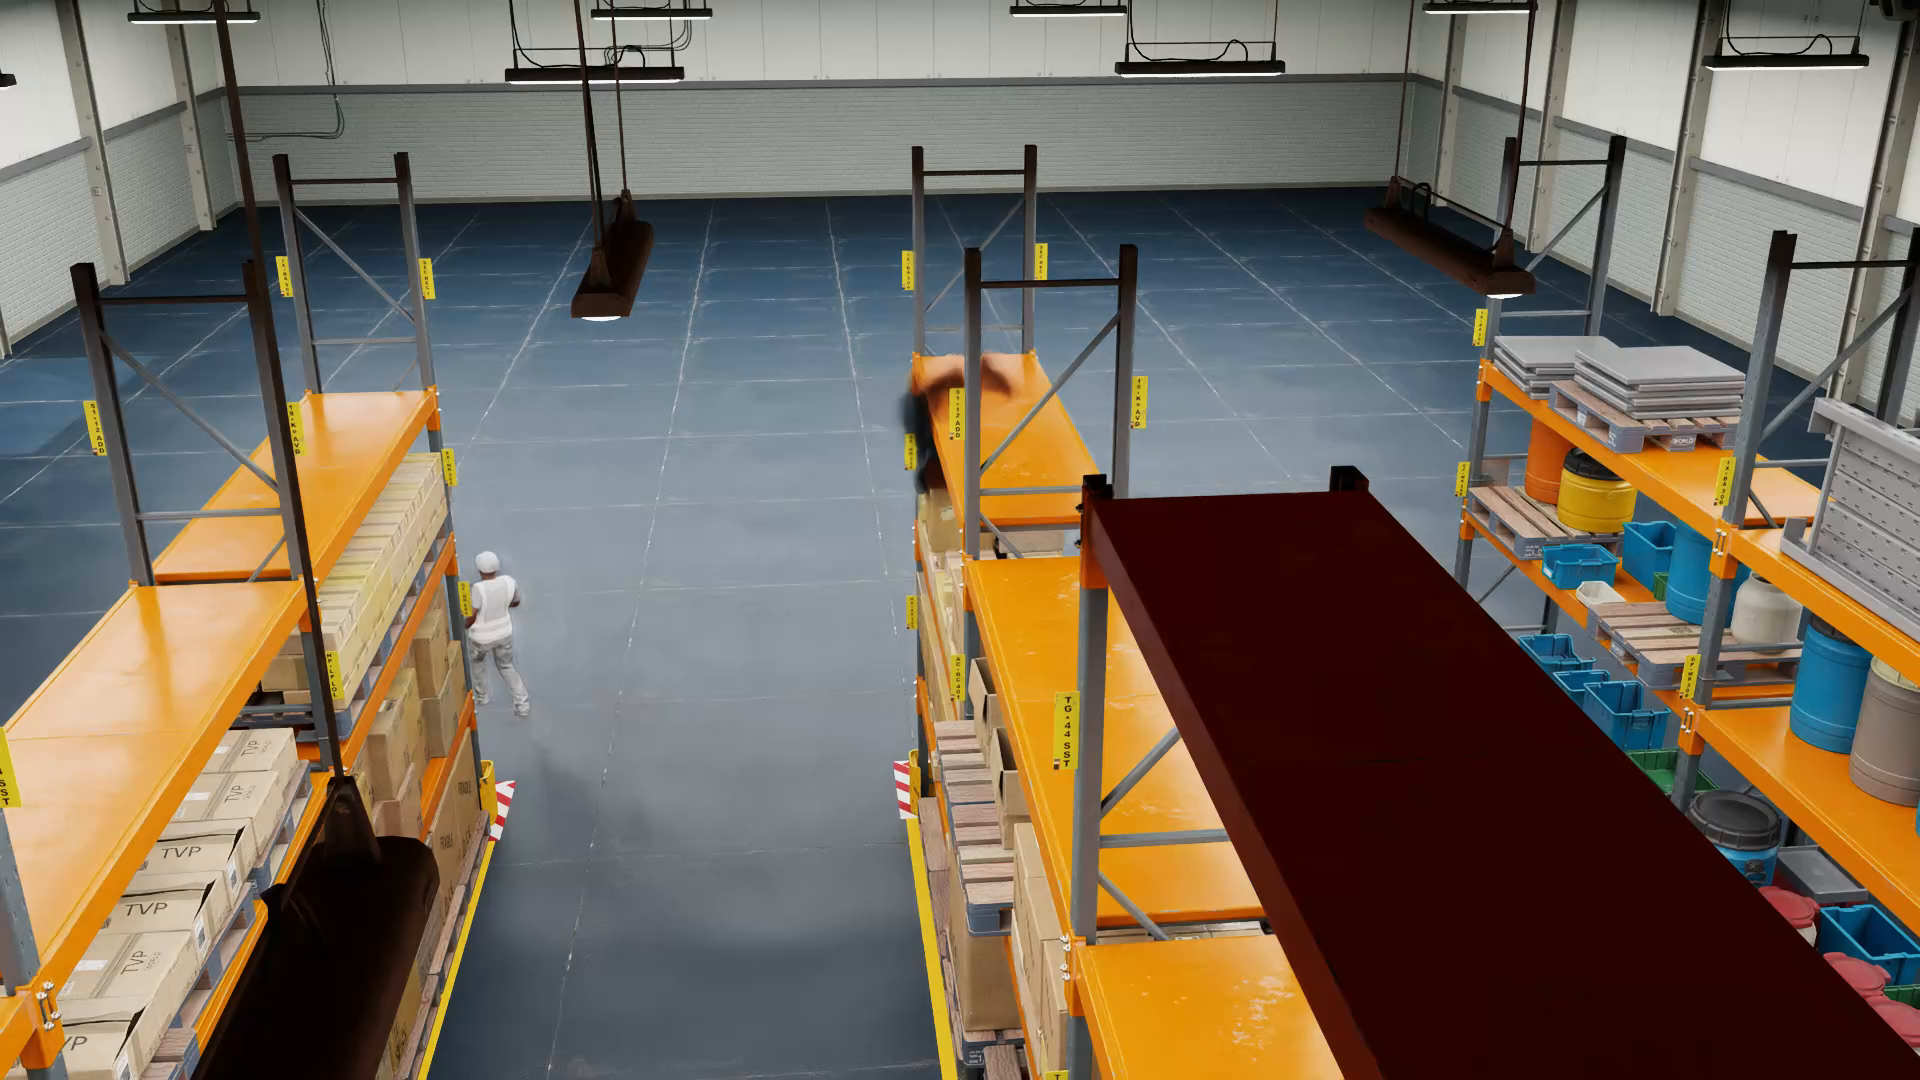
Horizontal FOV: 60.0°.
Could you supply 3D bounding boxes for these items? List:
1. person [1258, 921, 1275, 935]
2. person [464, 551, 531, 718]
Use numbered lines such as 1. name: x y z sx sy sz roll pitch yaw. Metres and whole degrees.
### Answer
1. person: 2.054 3.224 11.276 0.593 1.708 0.815 -5 22 -13
2. person: -4.634 0.938 16.385 0.689 1.794 0.894 -17 27 -37
